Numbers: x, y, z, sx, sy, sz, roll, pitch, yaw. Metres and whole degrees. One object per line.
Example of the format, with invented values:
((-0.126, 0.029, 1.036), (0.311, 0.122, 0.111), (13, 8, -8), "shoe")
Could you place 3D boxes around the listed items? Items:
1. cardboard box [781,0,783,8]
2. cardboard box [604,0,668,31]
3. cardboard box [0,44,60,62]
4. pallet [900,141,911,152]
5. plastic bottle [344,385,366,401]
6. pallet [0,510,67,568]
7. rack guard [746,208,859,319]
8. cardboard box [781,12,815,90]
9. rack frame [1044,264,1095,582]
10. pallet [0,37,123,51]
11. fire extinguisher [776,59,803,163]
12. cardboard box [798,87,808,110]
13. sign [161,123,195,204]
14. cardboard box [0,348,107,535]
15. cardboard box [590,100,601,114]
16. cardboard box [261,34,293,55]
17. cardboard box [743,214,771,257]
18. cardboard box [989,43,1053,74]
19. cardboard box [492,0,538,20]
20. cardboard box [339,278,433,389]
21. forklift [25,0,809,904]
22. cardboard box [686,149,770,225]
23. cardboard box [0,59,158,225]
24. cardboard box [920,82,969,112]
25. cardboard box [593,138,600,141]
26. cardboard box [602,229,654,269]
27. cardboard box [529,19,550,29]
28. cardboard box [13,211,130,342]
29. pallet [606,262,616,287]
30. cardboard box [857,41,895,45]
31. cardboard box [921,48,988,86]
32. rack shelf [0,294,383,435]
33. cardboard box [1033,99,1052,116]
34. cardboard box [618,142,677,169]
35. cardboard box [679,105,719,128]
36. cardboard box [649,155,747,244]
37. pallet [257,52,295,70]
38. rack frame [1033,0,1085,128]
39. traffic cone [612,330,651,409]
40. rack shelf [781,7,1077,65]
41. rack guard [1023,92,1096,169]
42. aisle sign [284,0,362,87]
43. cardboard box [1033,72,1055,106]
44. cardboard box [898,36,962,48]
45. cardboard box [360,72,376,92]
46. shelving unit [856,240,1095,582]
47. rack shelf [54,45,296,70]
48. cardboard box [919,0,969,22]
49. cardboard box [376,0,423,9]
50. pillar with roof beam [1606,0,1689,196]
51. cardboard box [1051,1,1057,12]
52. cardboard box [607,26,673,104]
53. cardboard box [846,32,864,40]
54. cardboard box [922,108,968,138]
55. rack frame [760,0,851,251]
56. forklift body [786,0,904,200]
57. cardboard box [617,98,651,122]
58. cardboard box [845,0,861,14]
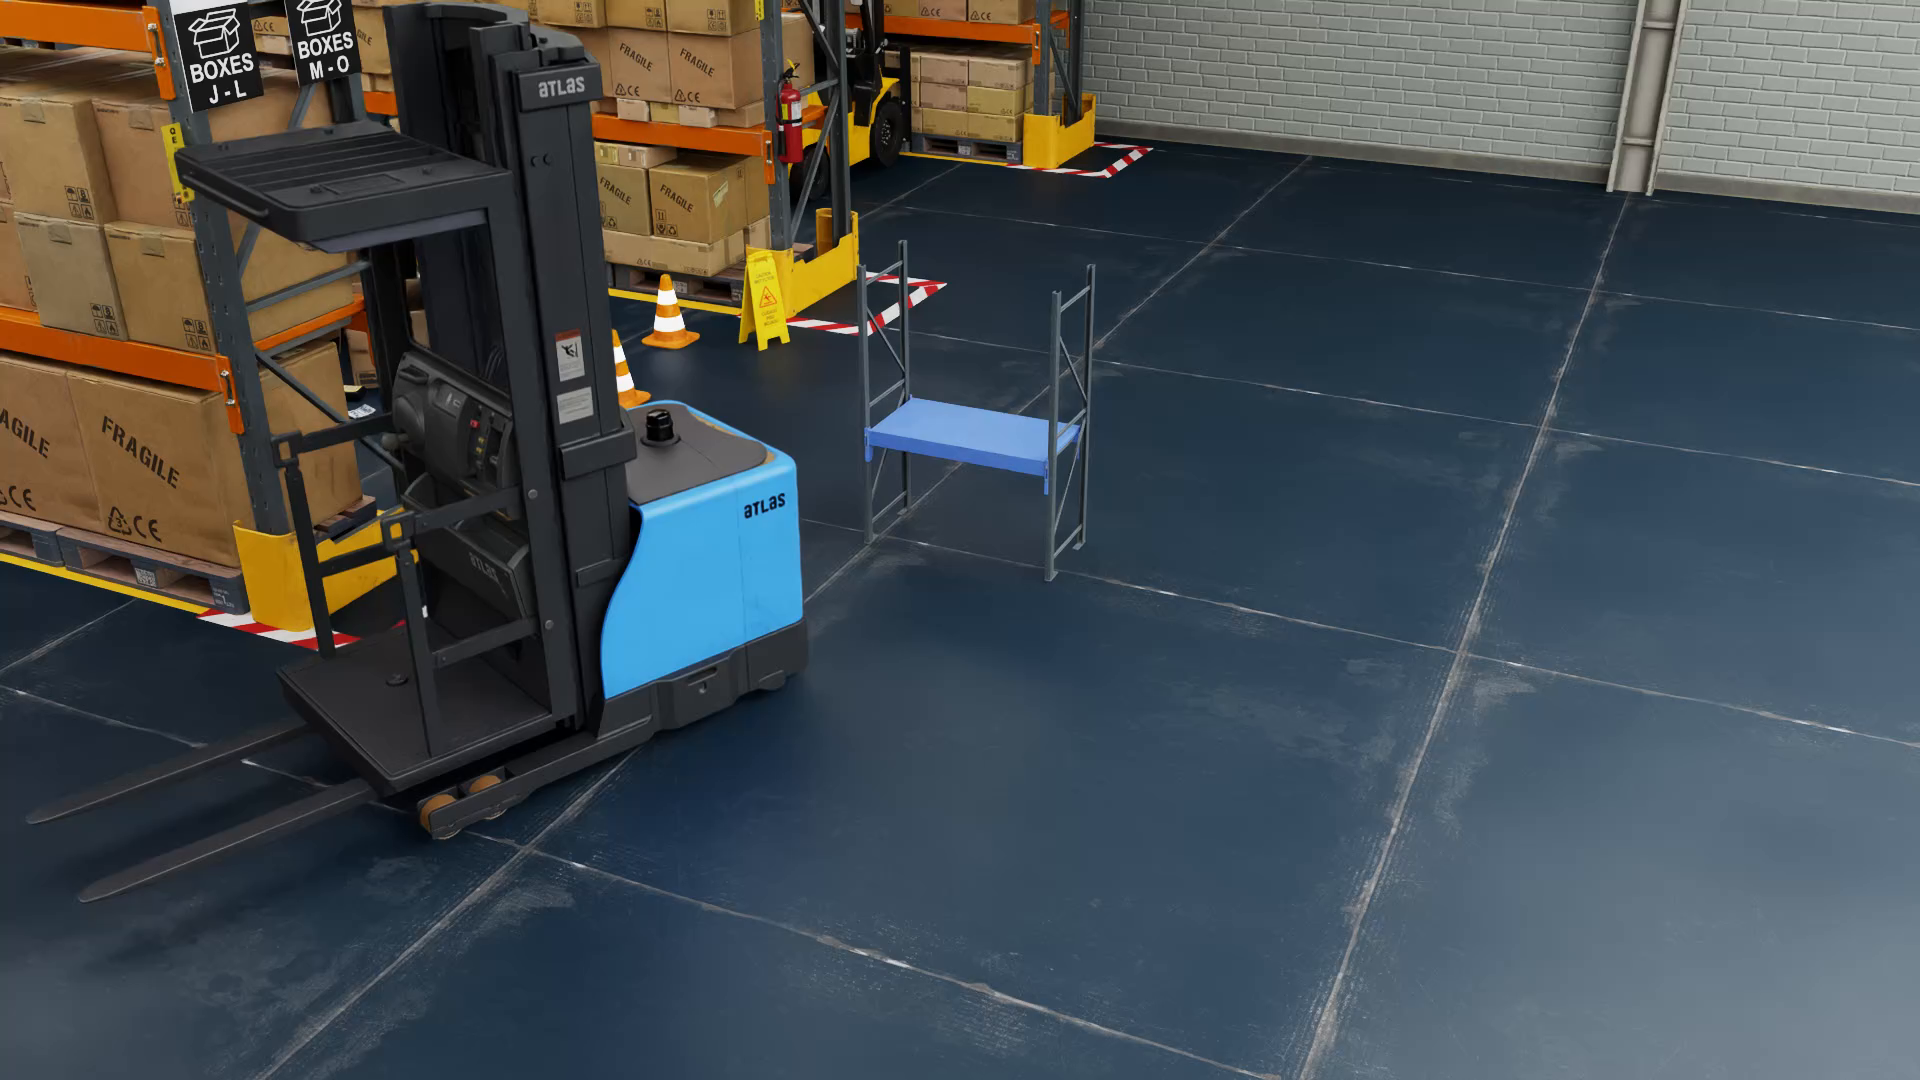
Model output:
((-1.901, -5.679, 16.775), (0.500, 0.500, 0.500), (12, 29, 23), "cardboard box")
((-2.101, -3.909, 11.711), (0.500, 0.500, 0.700), (12, 29, 22), "cardboard box")
((-4.895, -2.072, 8.171), (0.500, 0.550, 0.875), (11, 28, 22), "cardboard box")
((-0.856, -4.273, 17.190), (1.213, 0.211, 1.003), (11, 28, 22), "pallet")
((-3.944, -0.937, 10.585), (0.283, 0.061, 0.133), (2, 26, 4), "plastic bottle")
((-4.912, -0.259, 9.038), (1.213, 0.211, 1.003), (11, 28, 22), "pallet")
((-1.157, -2.073, 12.395), (0.348, 0.500, 1.175), (11, 28, 22), "rack guard")
((-1.404, -3.557, 12.129), (0.500, 0.500, 0.500), (11, 28, 21), "cardboard box")
((0.540, -0.564, 8.198), (0.032, 1.500, 0.500), (11, 28, 22), "rack frame")
((-7.677, -4.470, 14.650), (1.003, 0.211, 1.213), (11, 28, 22), "pallet")
((-1.174, -2.940, 11.413), (0.183, 0.674, 0.296), (11, 28, 22), "fire extinguisher")
((-1.311, -3.213, 12.165), (0.250, 0.149, 0.380), (11, 28, 22), "cardboard box")
((-3.282, -1.582, 6.988), (0.005, 0.325, 0.100), (11, 28, 22), "sign")
((-4.491, -0.665, 8.634), (0.875, 0.875, 0.875), (11, 28, 21), "cardboard box")
((-2.710, -3.256, 12.252), (0.250, 0.149, 0.380), (11, 28, 21), "cardboard box")
((-5.312, -3.971, 13.228), (0.250, 0.149, 0.380), (12, 29, 23), "cardboard box")
((-1.708, -2.394, 12.855), (0.500, 0.250, 0.500), (11, 28, 21), "cardboard box")
((0.604, -4.745, 16.496), (0.500, 0.250, 0.500), (11, 28, 21), "cardboard box")
((-3.004, -4.108, 12.115), (0.500, 0.500, 0.700), (11, 28, 21), "cardboard box")
((-3.735, -1.364, 10.951), (0.637, 0.503, 0.797), (-7, 27, -14), "cardboard box")
((-2.113, -0.424, 6.292), (3.031, 2.935, 1.130), (-22, 33, -37), "forklift")
((-1.729, -2.735, 12.697), (0.500, 0.500, 0.500), (10, 28, 20), "cardboard box")
((-3.905, -1.871, 7.761), (0.550, 0.550, 0.875), (11, 28, 22), "cardboard box")
((-0.061, -4.416, 16.394), (0.500, 0.250, 0.500), (11, 28, 21), "cardboard box")
((-2.754, -2.941, 12.381), (0.250, 0.149, 0.380), (13, 29, 24), "cardboard box")
((-2.403, -2.273, 12.608), (0.500, 0.250, 0.500), (11, 28, 22), "cardboard box")
((-3.057, -3.634, 12.285), (0.500, 0.500, 0.500), (12, 29, 22), "cardboard box")
((-3.911, -1.381, 7.988), (0.550, 0.550, 0.875), (11, 28, 22), "cardboard box")
((-2.988, -2.330, 13.243), (1.213, 0.211, 1.003), (11, 28, 22), "pallet")
((-0.974, -4.814, 16.638), (0.500, 0.250, 0.500), (11, 28, 21), "cardboard box")
((-0.052, -4.630, 16.265), (0.500, 0.250, 0.500), (12, 29, 23), "cardboard box")
((-4.865, -1.215, 8.636), (4.000, 0.370, 1.077), (11, 28, 22), "rack shelf")
((0.597, -4.300, 16.726), (0.500, 0.250, 0.500), (11, 28, 22), "cardboard box")
((-2.287, -2.845, 12.186), (0.250, 0.149, 0.380), (12, 29, 23), "cardboard box")
((-1.793, -3.052, 11.838), (0.250, 0.149, 0.380), (11, 28, 21), "cardboard box")
((-1.925, -2.514, 12.248), (0.500, 0.500, 0.500), (12, 28, 22), "cardboard box")
((-5.364, -4.024, 13.745), (1.213, 0.211, 1.003), (11, 28, 22), "pallet")
((0.964, -5.177, 15.870), (0.127, 3.000, 1.000), (11, 28, 22), "rack frame")
((-2.163, -1.094, 10.448), (0.334, 0.463, 0.336), (11, 28, 22), "traffic cone")
((-0.857, -5.220, 16.771), (4.000, 0.370, 1.077), (11, 28, 22), "rack shelf")
((0.985, -4.051, 16.413), (0.348, 0.500, 1.175), (11, 28, 22), "rack guard")
((-2.856, -2.446, 7.379), (0.004, 0.787, 0.394), (11, 28, 22), "aisle sign")
((0.622, -4.526, 16.618), (0.500, 0.250, 0.500), (12, 29, 23), "cardboard box")
((-0.303, -4.930, 16.874), (0.500, 0.250, 0.500), (11, 28, 21), "cardboard box")
((-4.575, -3.613, 12.977), (0.250, 0.149, 0.380), (11, 28, 22), "cardboard box")
((0.078, -0.657, 8.387), (1.048, 1.500, 0.538), (11, 28, 22), "shelving unit")
((-6.550, -3.955, 14.202), (4.000, 0.370, 1.077), (11, 28, 22), "rack shelf")
((-0.062, -5.305, 16.016), (0.500, 0.500, 0.500), (12, 29, 23), "cardboard box")
((-3.962, -4.269, 12.443), (0.500, 0.500, 0.700), (12, 28, 22), "cardboard box")
((4.383, -5.530, 9.795), (0.400, 9.000, 9.100), (11, 28, 22), "pillar with roof beam")
((0.628, -5.424, 16.258), (0.500, 0.500, 0.500), (12, 29, 23), "cardboard box")
((-2.150, -3.441, 11.893), (0.500, 0.500, 0.500), (11, 28, 22), "cardboard box")
((-1.227, -5.115, 17.249), (0.500, 0.250, 0.500), (12, 28, 22), "cardboard box")
((-0.044, -4.186, 16.493), (0.500, 0.250, 0.500), (11, 28, 22), "cardboard box")
((-1.088, -3.181, 11.814), (0.127, 3.000, 1.000), (11, 28, 22), "rack frame")
((-1.518, -4.410, 15.271), (1.214, 2.155, 2.313), (11, 28, 22), "forklift body")
((-2.265, -3.142, 12.021), (0.250, 0.149, 0.380), (12, 29, 23), "cardboard box")
((-0.990, -5.486, 16.384), (0.500, 0.500, 0.500), (12, 28, 22), "cardboard box")
